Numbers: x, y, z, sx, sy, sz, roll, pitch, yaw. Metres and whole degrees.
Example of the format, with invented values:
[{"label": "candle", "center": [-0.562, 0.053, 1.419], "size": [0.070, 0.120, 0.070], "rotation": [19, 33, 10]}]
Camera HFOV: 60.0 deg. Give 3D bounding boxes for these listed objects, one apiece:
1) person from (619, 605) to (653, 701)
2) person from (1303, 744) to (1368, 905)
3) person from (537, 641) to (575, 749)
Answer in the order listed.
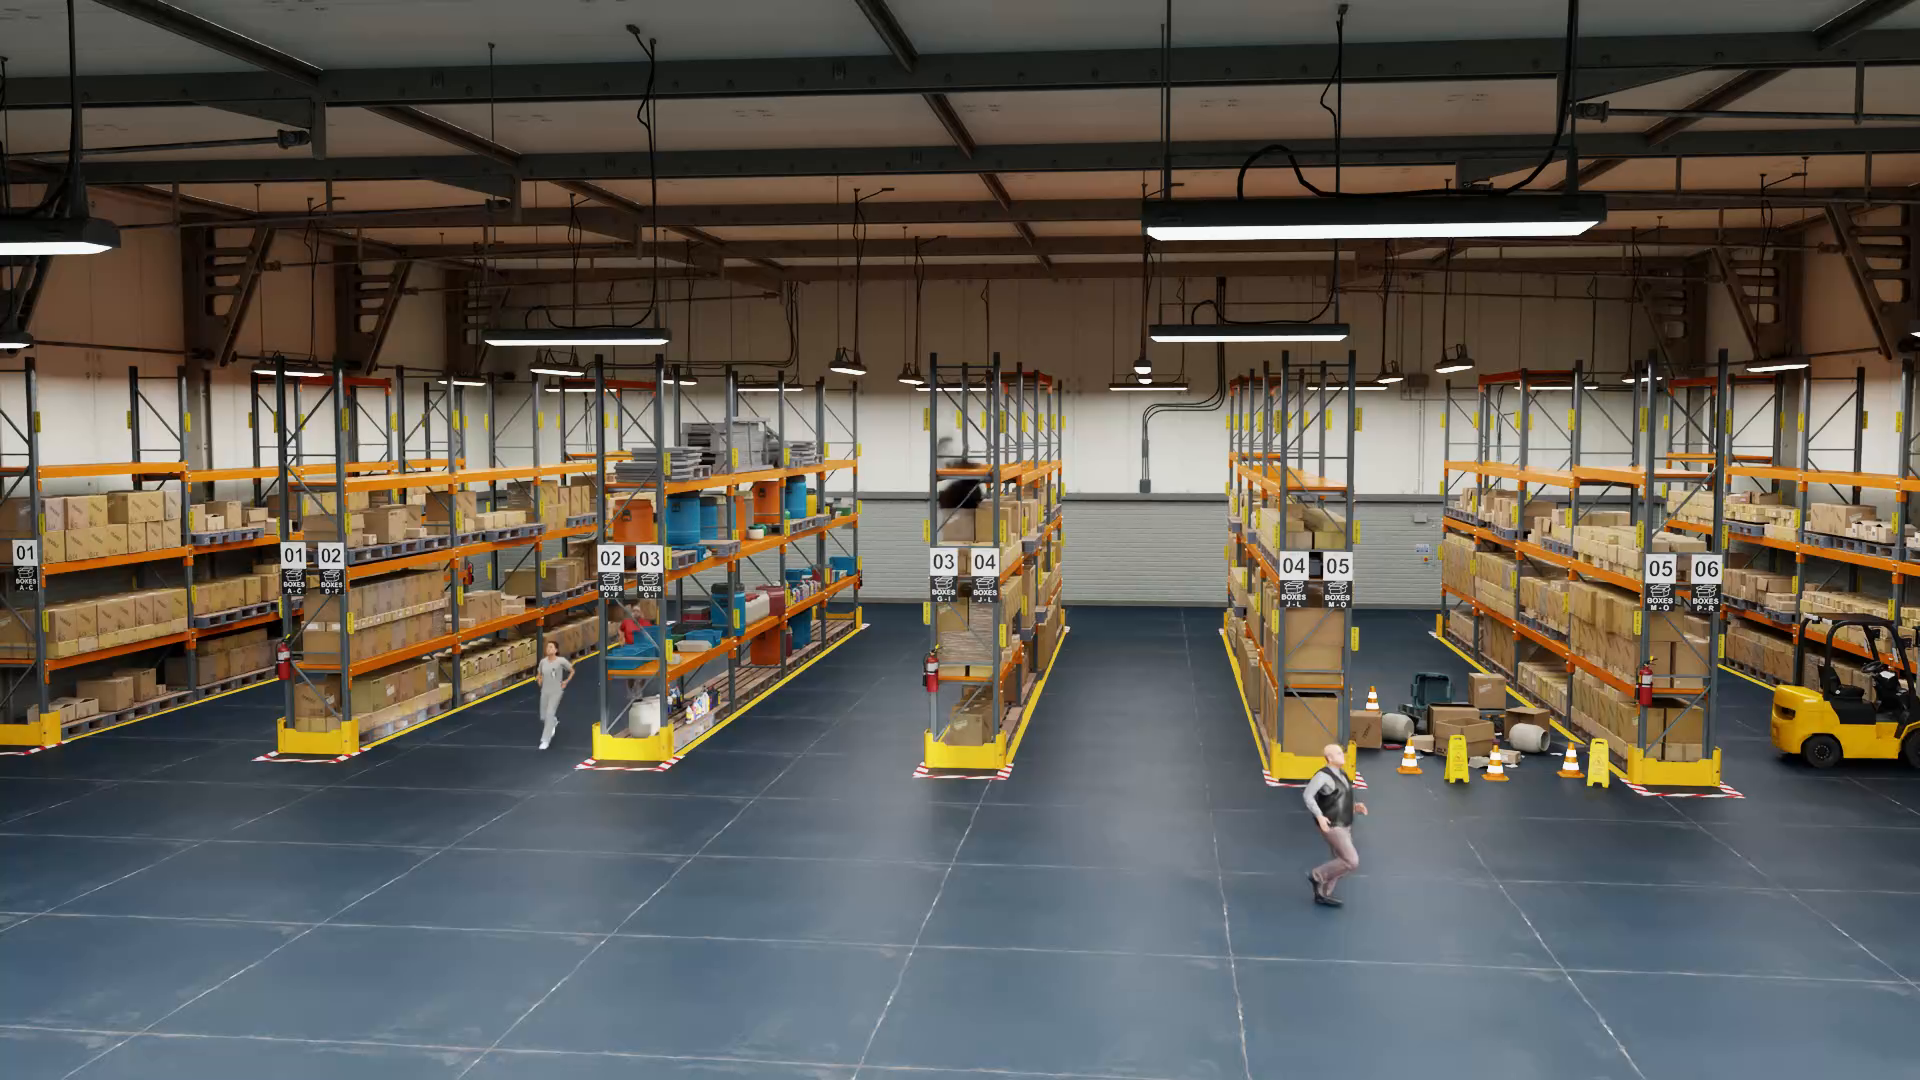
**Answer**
[{"label": "person", "center": [-5.826, 2.036, 29.879], "size": [0.652, 1.718, 0.653], "rotation": [0, 4, -6]}, {"label": "person", "center": [3.904, 2.948, 17.145], "size": [0.575, 1.678, 0.644], "rotation": [3, 5, 35]}, {"label": "person", "center": [-6.322, 2.374, 25.738], "size": [0.583, 1.609, 0.856], "rotation": [1, 4, 11]}]
